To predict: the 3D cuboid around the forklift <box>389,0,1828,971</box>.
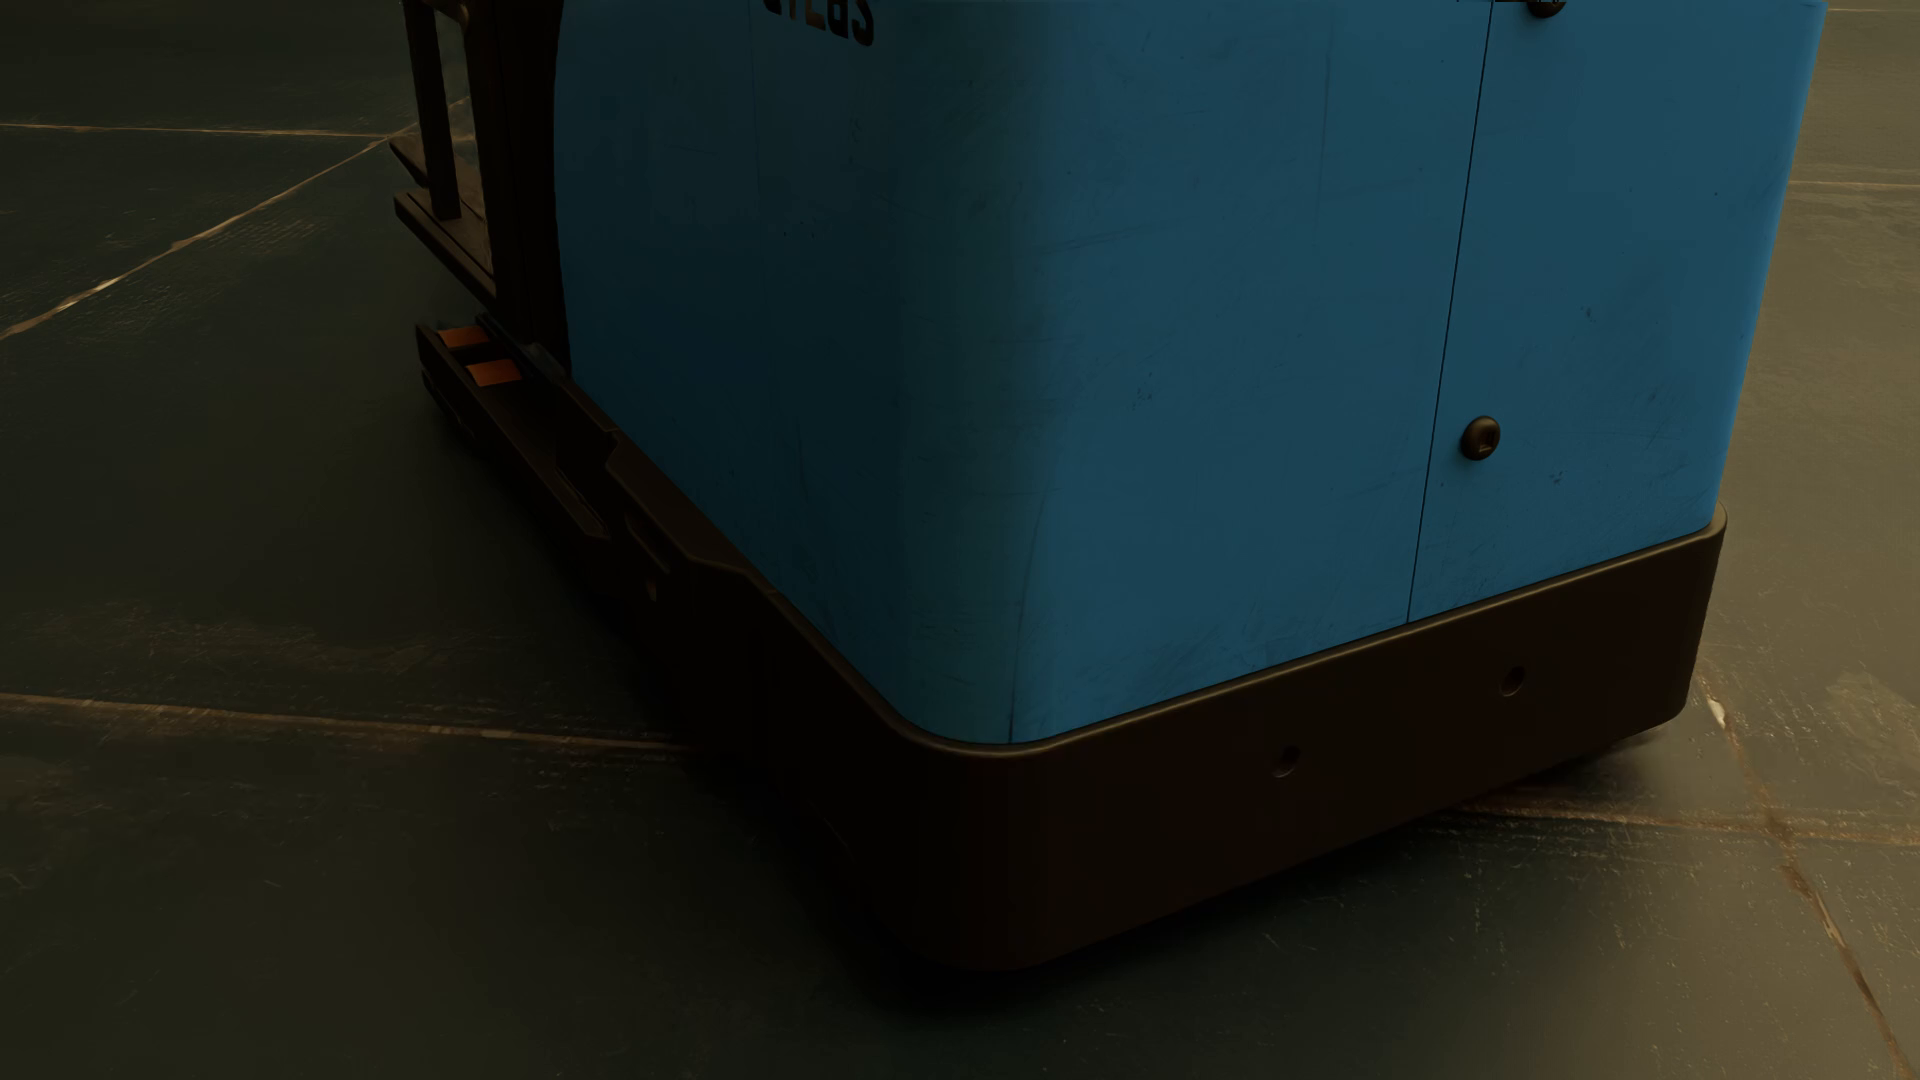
[{"bbox_3d":[-0.294,-1.534,2.292,1.130,2.935,3.031,-14,30,-26],"label":"forklift"}]
